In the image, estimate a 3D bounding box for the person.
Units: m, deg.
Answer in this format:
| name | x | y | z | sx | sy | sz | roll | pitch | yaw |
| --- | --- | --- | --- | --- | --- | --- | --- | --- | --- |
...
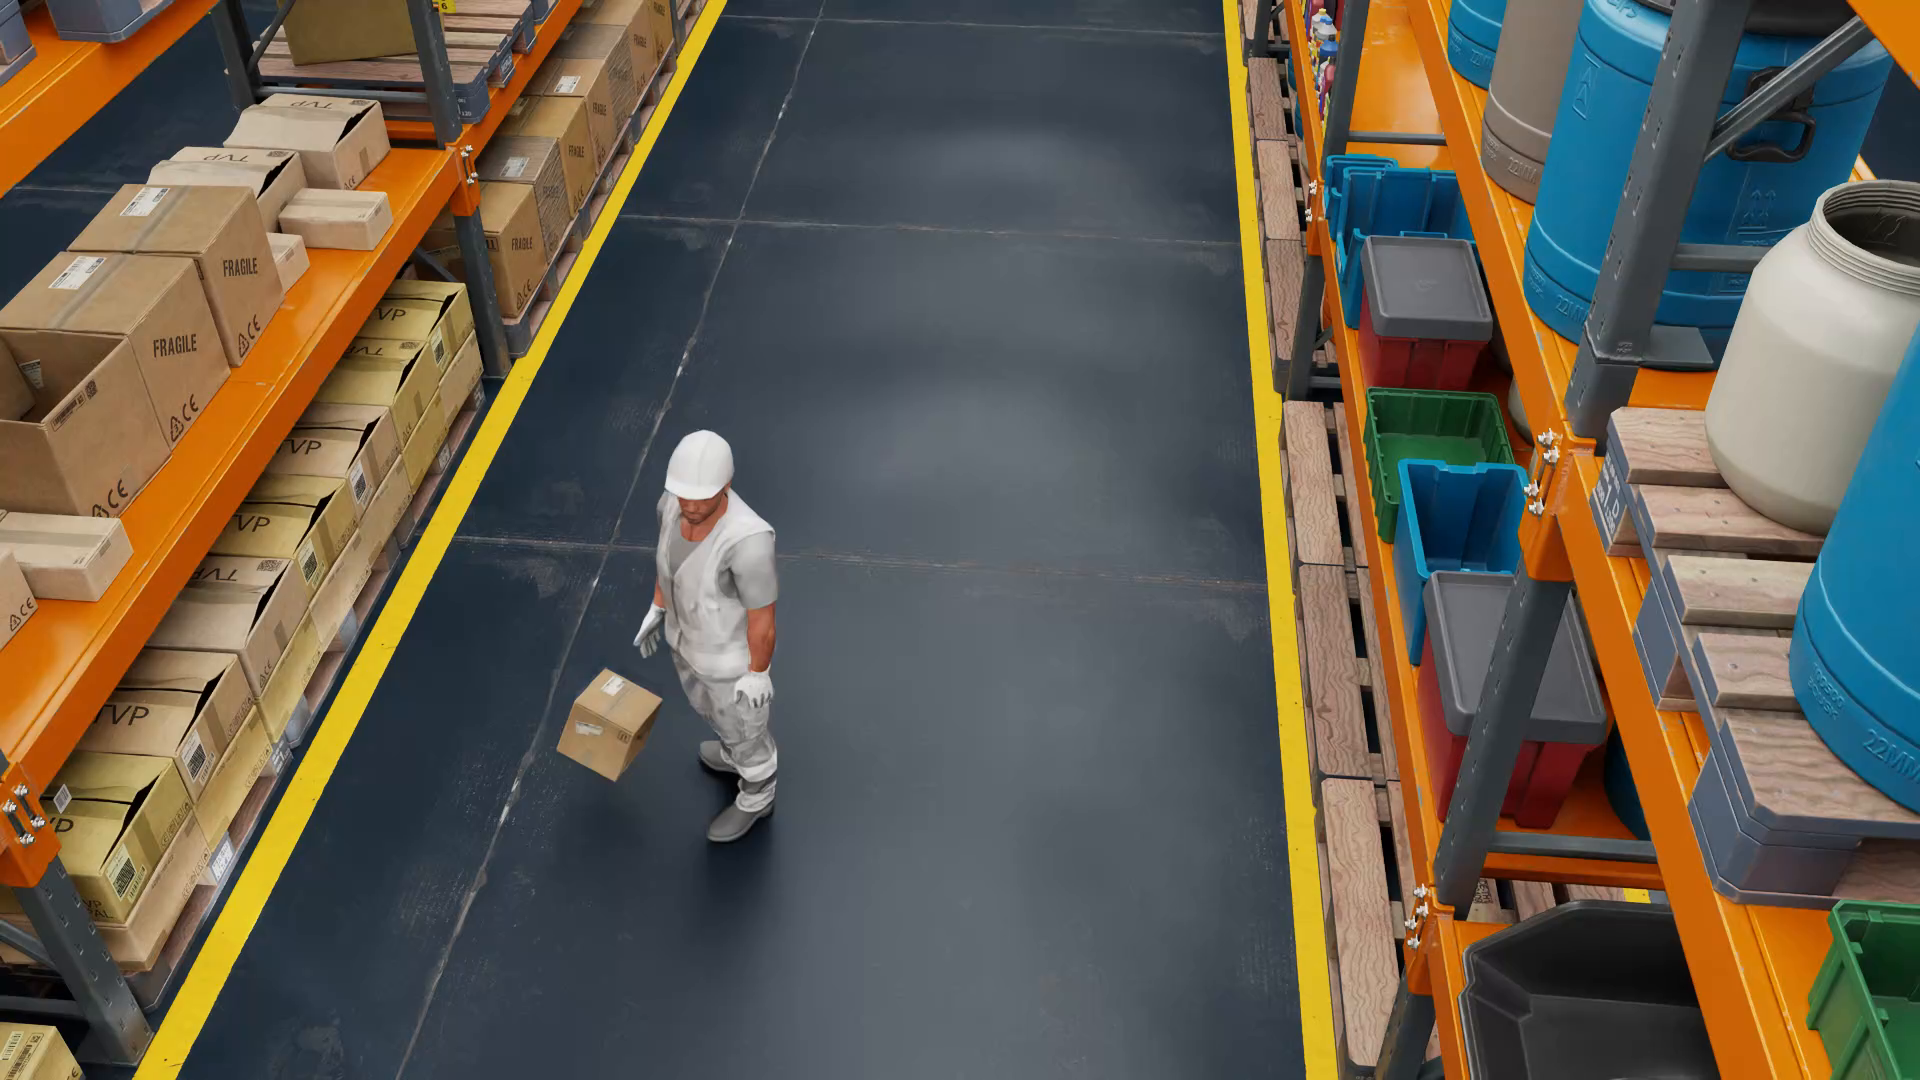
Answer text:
| name | x | y | z | sx | sy | sz | roll | pitch | yaw |
| --- | --- | --- | --- | --- | --- | --- | --- | --- | --- |
| person | -0.860 | 0.329 | 5.714 | 0.423 | 1.788 | 0.665 | -27 | 47 | -29 |
